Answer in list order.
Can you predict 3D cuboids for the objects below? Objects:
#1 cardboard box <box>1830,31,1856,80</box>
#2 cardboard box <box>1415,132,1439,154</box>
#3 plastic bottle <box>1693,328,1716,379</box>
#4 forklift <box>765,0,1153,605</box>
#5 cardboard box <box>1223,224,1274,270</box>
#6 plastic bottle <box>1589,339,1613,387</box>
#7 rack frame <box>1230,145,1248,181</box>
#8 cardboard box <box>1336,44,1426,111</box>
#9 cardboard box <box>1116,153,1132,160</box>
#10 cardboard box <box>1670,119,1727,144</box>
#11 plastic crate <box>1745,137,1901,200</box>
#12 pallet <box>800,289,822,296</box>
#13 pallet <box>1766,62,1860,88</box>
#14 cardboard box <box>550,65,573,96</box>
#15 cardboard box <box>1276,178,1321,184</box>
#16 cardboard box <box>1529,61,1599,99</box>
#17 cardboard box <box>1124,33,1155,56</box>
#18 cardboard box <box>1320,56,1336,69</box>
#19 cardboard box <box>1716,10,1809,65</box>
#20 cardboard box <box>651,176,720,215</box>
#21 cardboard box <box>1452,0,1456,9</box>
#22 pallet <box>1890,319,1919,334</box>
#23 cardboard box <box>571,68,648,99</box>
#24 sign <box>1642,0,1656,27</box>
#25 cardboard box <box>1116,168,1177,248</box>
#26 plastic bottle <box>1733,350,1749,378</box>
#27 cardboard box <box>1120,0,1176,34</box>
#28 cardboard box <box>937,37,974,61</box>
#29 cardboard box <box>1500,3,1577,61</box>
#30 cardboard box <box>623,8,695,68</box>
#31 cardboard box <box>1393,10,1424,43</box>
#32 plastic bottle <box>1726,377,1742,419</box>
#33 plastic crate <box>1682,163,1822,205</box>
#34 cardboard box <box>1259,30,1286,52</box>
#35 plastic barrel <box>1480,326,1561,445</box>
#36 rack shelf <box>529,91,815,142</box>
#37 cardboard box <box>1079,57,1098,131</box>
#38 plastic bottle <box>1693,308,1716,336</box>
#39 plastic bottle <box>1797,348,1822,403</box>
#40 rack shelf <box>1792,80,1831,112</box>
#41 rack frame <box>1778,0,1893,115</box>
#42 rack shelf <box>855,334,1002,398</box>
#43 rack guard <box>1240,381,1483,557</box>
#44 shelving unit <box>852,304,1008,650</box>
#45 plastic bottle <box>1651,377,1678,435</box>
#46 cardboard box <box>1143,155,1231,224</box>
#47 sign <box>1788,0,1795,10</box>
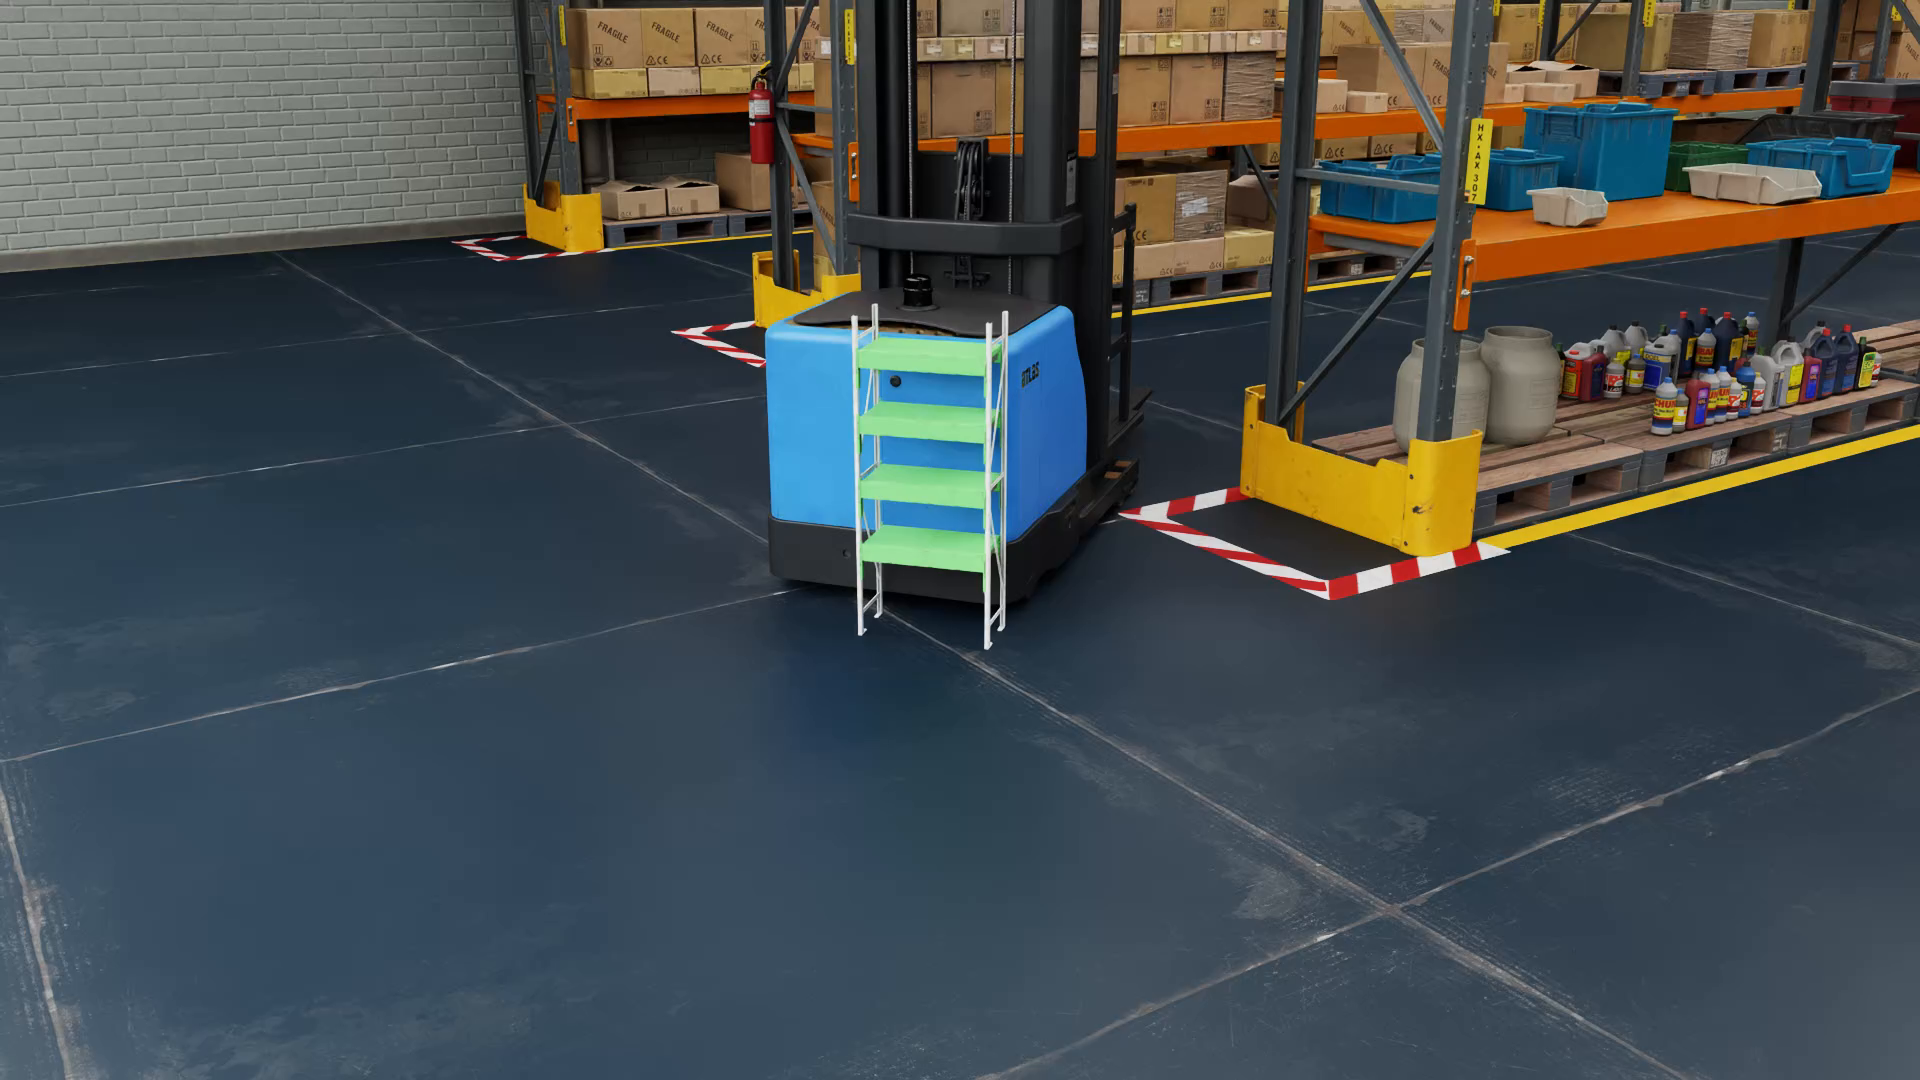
[{"bbox_3d":[9.311,-5.145,17.623,0.500,0.500,0.500,-11,22,-31],"label":"cardboard box"},{"bbox_3d":[5.836,-5.297,20.929,0.750,0.750,0.750,-12,22,-31],"label":"cardboard box"},{"bbox_3d":[4.118,-1.033,9.190,0.097,0.271,0.097,0,19,0],"label":"plastic bottle"},{"bbox_3d":[0.211,-1.579,7.338,1.130,2.935,3.031,6,20,18],"label":"forklift"},{"bbox_3d":[2.086,-2.288,12.966,0.500,0.250,0.500,-12,22,-31],"label":"cardboard box"},{"bbox_3d":[3.368,-0.922,8.854,0.135,0.276,0.152,-13,22,-33],"label":"plastic bottle"},{"bbox_3d":[2.967,-5.561,19.009,0.127,3.000,1.000,-12,22,-31],"label":"rack frame"},{"bbox_3d":[3.444,-3.803,13.654,0.500,0.500,0.500,-10,21,-28],"label":"cardboard box"},{"bbox_3d":[1.501,-4.289,18.465,0.500,0.500,0.700,-12,22,-32],"label":"cardboard box"},{"bbox_3d":[7.243,-4.036,16.544,0.500,0.250,0.500,-12,22,-32],"label":"cardboard box"},{"bbox_3d":[4.300,-1.868,8.319,0.616,0.251,0.499,-12,22,-31],"label":"plastic crate"},{"bbox_3d":[-0.371,-1.652,11.802,1.213,0.211,1.003,-12,22,-31],"label":"pallet"},{"bbox_3d":[8.308,-4.738,16.877,1.213,0.211,1.003,-12,22,-31],"label":"pallet"},{"bbox_3d":[-3.431,-4.224,15.259,0.500,0.250,0.500,-12,22,-31],"label":"cardboard box"},{"bbox_3d":[2.965,-2.935,14.005,0.500,0.311,0.500,-11,22,-30],"label":"cardboard box"},{"bbox_3d":[5.367,-4.142,14.951,0.500,0.311,0.500,-10,21,-28],"label":"cardboard box"},{"bbox_3d":[1.183,-3.558,11.916,0.250,0.149,0.380,-11,22,-30],"label":"cardboard box"},{"bbox_3d":[4.207,-5.639,19.601,0.250,0.149,0.380,-11,22,-30],"label":"cardboard box"},{"bbox_3d":[7.977,-5.025,16.614,0.500,0.500,0.700,-8,20,-23],"label":"cardboard box"},{"bbox_3d":[-2.611,-3.284,15.788,0.500,0.311,0.500,-10,21,-27],"label":"cardboard box"},{"bbox_3d":[6.058,-6.668,20.461,0.500,0.250,0.500,-11,22,-30],"label":"cardboard box"},{"bbox_3d":[6.729,-1.250,10.613,1.213,0.211,1.003,-12,22,-31],"label":"pallet"},{"bbox_3d":[-3.132,-4.091,14.865,0.500,0.250,0.500,-13,22,-33],"label":"cardboard box"},{"bbox_3d":[6.002,-4.637,14.469,0.005,0.325,0.100,-12,22,-31],"label":"sign"},{"bbox_3d":[1.247,-2.469,12.332,0.500,0.500,0.500,-12,22,-31],"label":"cardboard box"},{"bbox_3d":[4.068,-0.847,8.622,0.133,0.283,0.061,-12,22,-31],"label":"plastic bottle"},{"bbox_3d":[1.147,-3.936,12.023,0.500,0.500,0.700,-12,22,-31],"label":"cardboard box"},{"bbox_3d":[-0.113,-3.284,11.107,0.250,0.149,0.380,-12,22,-31],"label":"cardboard box"},{"bbox_3d":[7.382,-6.626,21.691,0.700,0.700,0.980,-13,22,-33],"label":"cardboard box"},{"bbox_3d":[-2.732,-4.533,15.002,0.500,0.500,0.500,-12,22,-31],"label":"cardboard box"},{"bbox_3d":[5.216,-6.136,20.058,0.500,0.500,0.500,-12,22,-31],"label":"cardboard box"},{"bbox_3d":[3.872,-0.716,8.361,0.097,0.201,0.097,0,19,0],"label":"plastic bottle"},{"bbox_3d":[3.858,-1.727,8.083,0.437,0.136,0.530,-12,22,-31],"label":"plastic crate"},{"bbox_3d":[2.244,-3.781,12.577,0.250,0.149,0.380,-12,22,-31],"label":"cardboard box"},{"bbox_3d":[2.660,-0.747,7.999,0.421,0.512,0.421,0,19,0],"label":"plastic barrel"},{"bbox_3d":[-2.044,-4.163,15.998,4.000,0.370,1.077,-12,22,-31],"label":"rack shelf"},{"bbox_3d":[0.701,-3.227,11.950,0.500,0.500,0.700,-11,22,-30],"label":"cardboard box"},{"bbox_3d":[4.172,-1.129,9.348,0.185,0.351,0.144,-11,22,-30],"label":"plastic bottle"},{"bbox_3d":[4.422,-0.864,8.670,0.133,0.283,0.061,-10,21,-28],"label":"plastic bottle"},{"bbox_3d":[10.705,-4.952,18.333,4.000,0.370,1.077,-12,22,-31],"label":"rack shelf"},{"bbox_3d":[9.035,-4.941,17.176,0.127,3.000,1.000,-12,22,-31],"label":"rack frame"},{"bbox_3d":[-0.104,-0.622,5.913,0.480,0.148,0.258,5,19,15],"label":"rack shelf"},{"bbox_3d":[1.772,-0.343,7.480,0.348,0.500,1.175,-12,22,-31],"label":"rack guard"},{"bbox_3d":[-0.104,-0.228,6.046,0.503,1.200,0.258,5,19,15],"label":"shelving unit"},{"bbox_3d":[3.420,-0.654,8.067,0.097,0.271,0.097,0,19,0],"label":"plastic bottle"},{"bbox_3d":[1.794,-2.785,13.267,0.500,0.500,0.500,-12,22,-31],"label":"cardboard box"},{"bbox_3d":[8.730,-5.495,17.463,0.005,0.325,0.100,-12,22,-31],"label":"sign"}]
